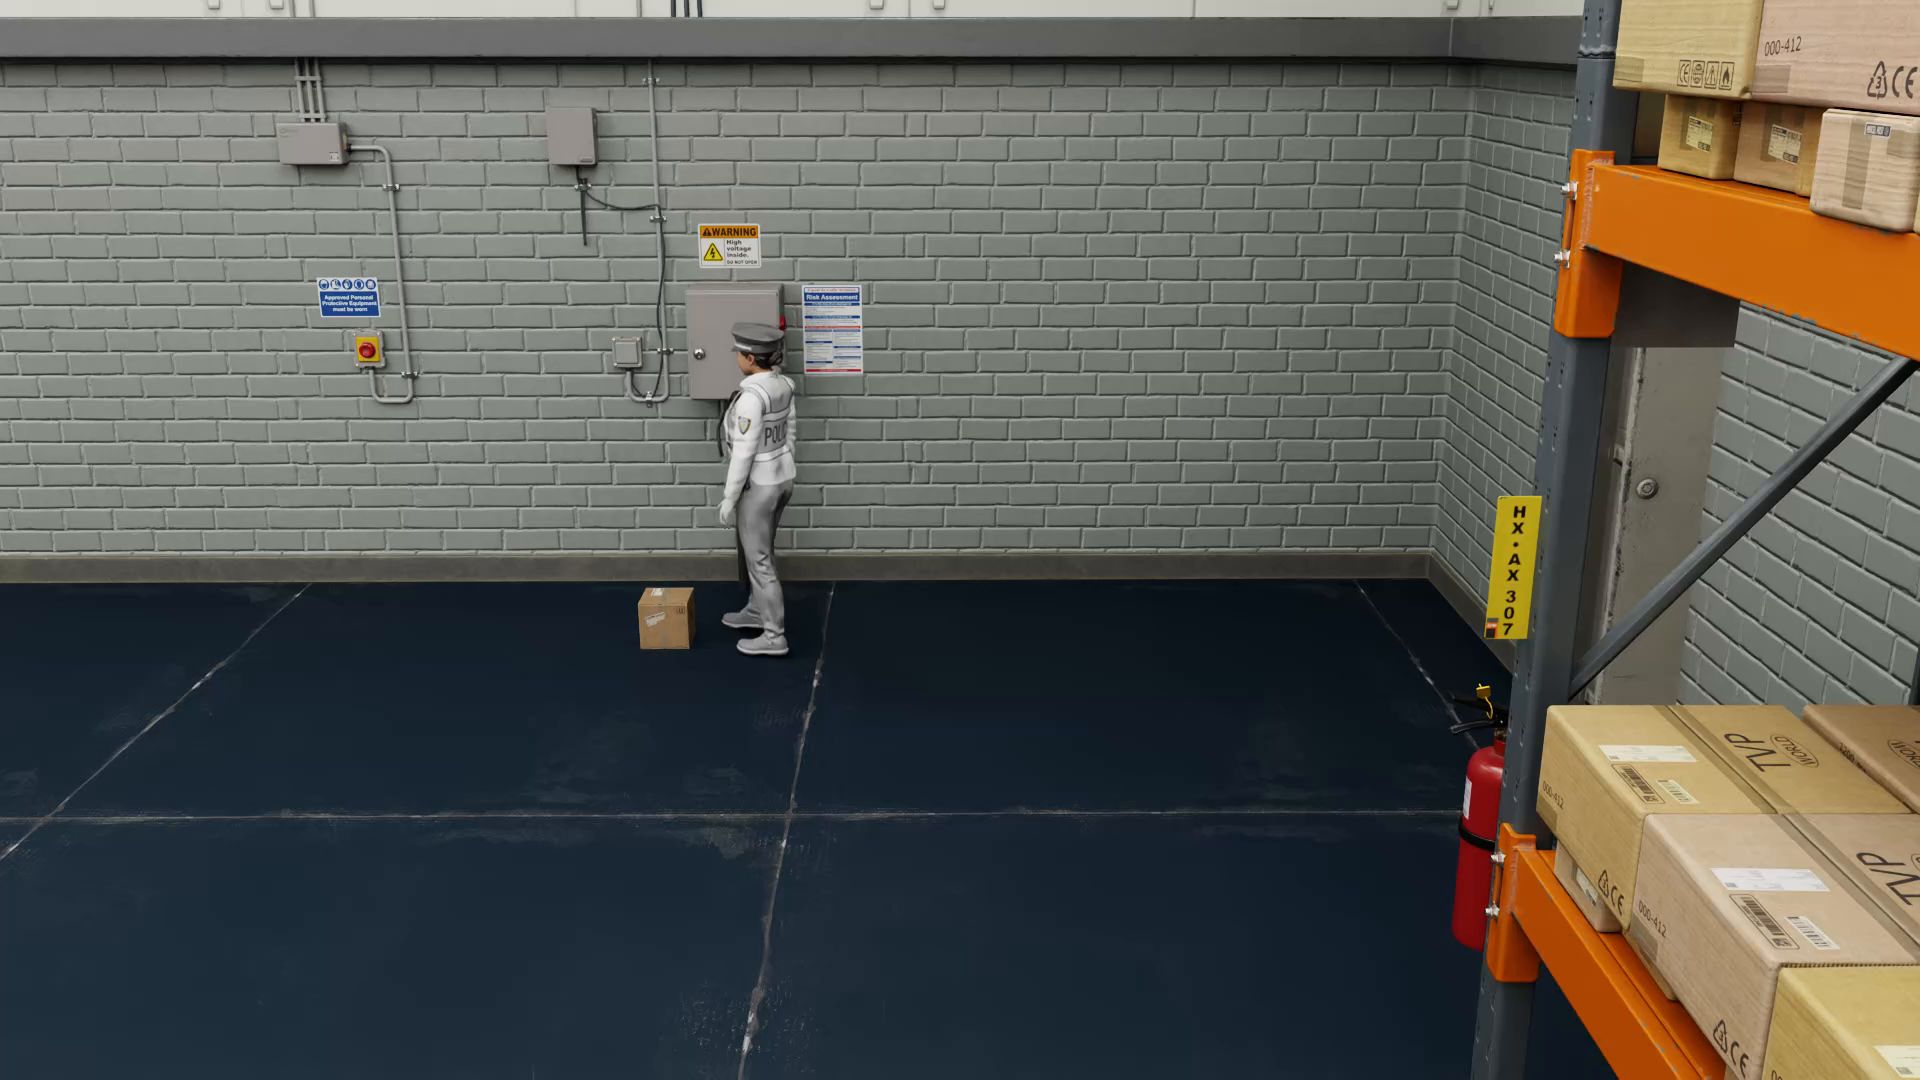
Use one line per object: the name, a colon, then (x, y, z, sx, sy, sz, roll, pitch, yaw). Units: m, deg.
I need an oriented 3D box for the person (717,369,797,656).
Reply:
person: (-1.086, -0.158, 8.384, 0.543, 1.445, 0.530, 7, 18, 20)
